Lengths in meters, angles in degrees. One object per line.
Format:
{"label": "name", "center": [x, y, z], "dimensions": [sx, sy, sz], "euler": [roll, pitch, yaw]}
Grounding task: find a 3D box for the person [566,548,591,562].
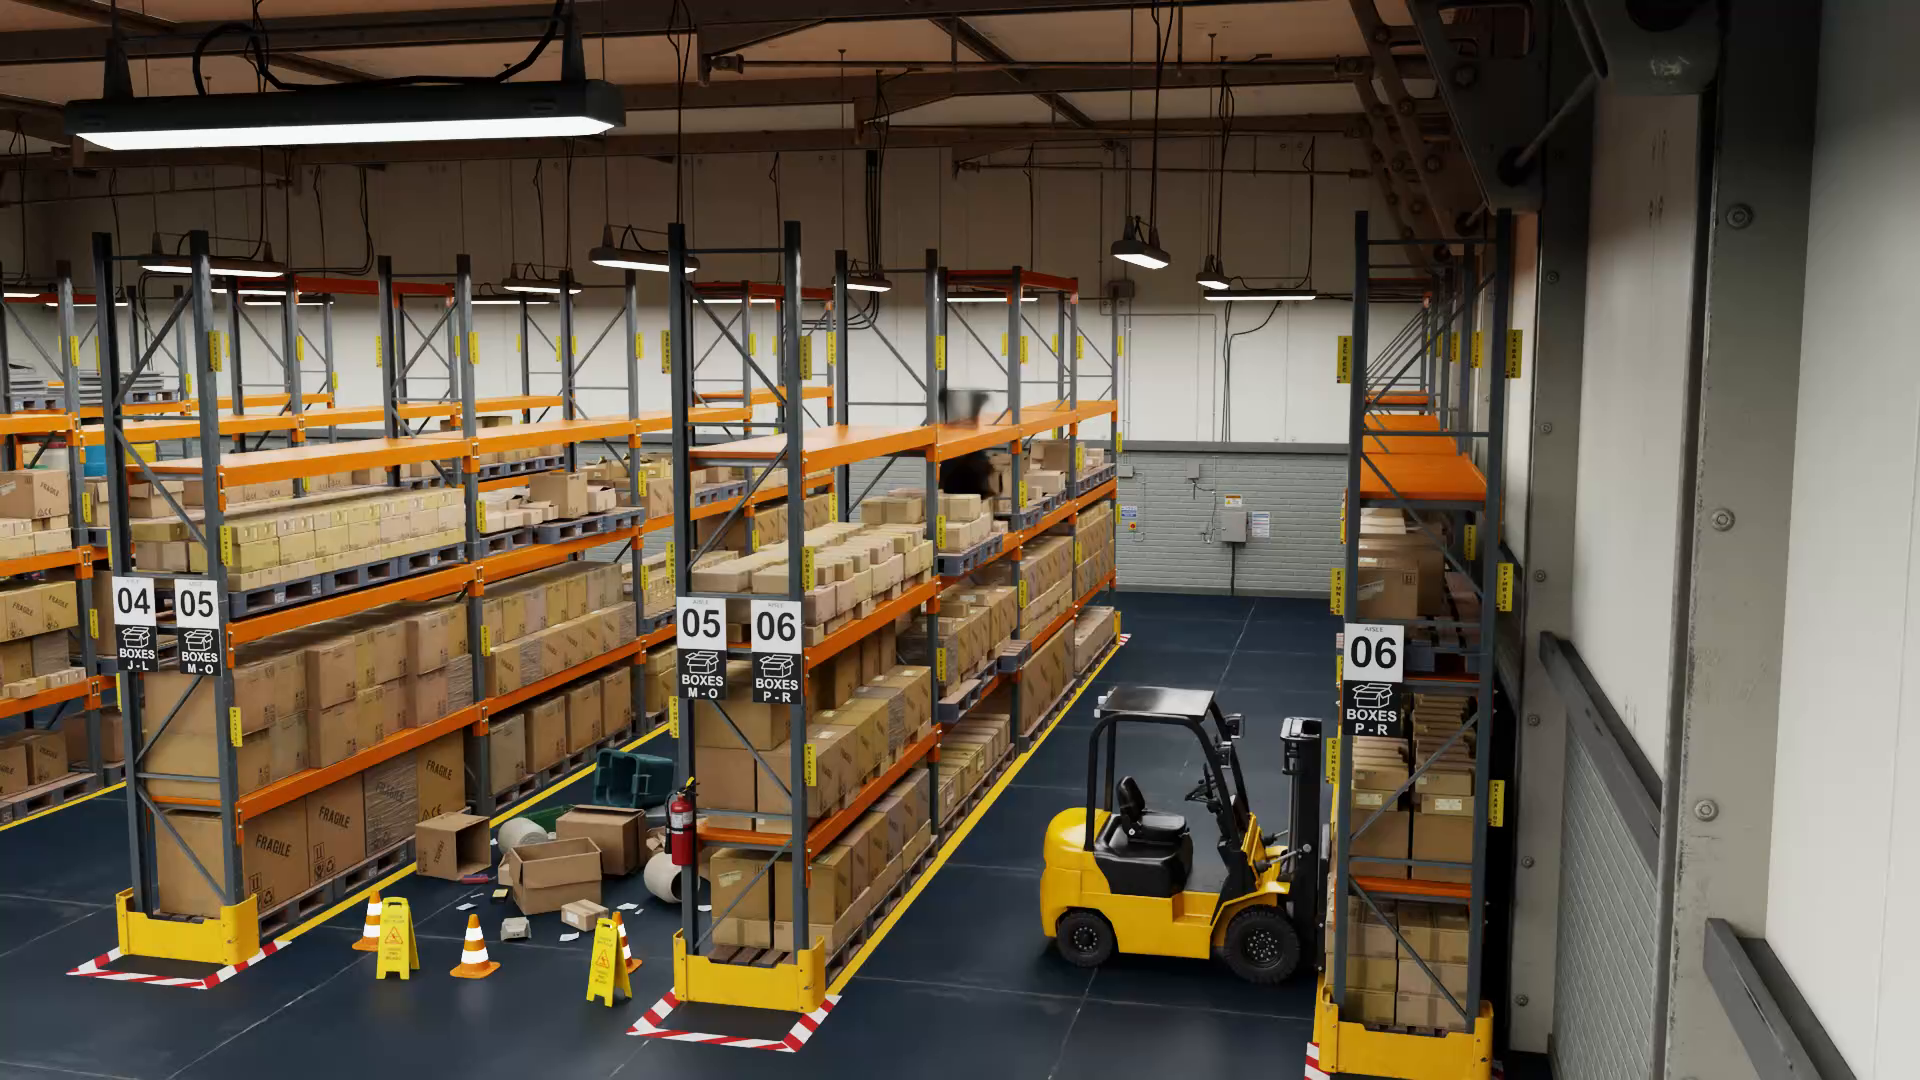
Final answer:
{"label": "person", "center": [-7.403, 0.417, 31.739], "dimensions": [0.788, 1.845, 0.770], "euler": [2, 7, 17]}
